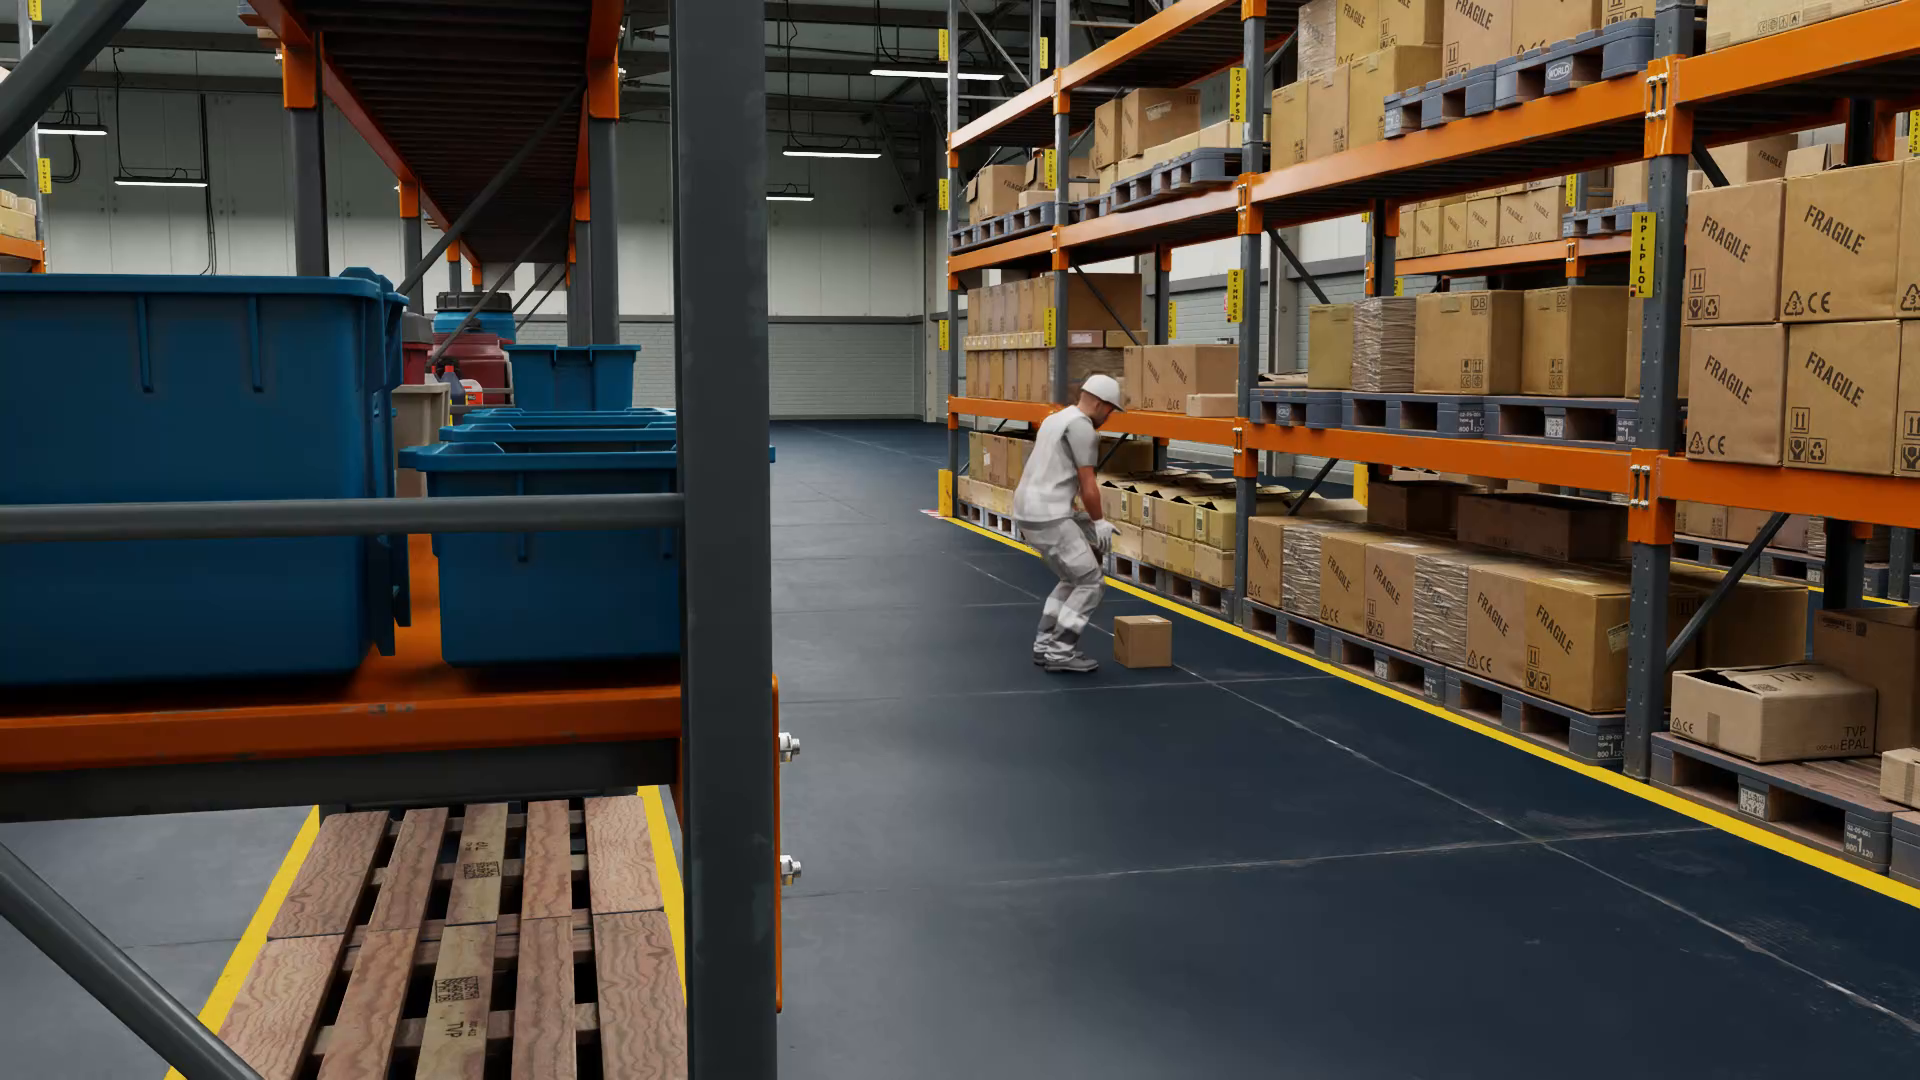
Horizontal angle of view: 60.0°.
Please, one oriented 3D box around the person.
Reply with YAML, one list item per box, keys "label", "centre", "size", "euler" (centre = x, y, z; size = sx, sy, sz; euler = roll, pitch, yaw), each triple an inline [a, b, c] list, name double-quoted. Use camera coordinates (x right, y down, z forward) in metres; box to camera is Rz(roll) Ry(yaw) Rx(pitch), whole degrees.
- label: "person"
  centre: [0.601, -0.100, 9.114]
  size: [0.625, 1.604, 0.572]
  euler: [-1, 6, -13]
